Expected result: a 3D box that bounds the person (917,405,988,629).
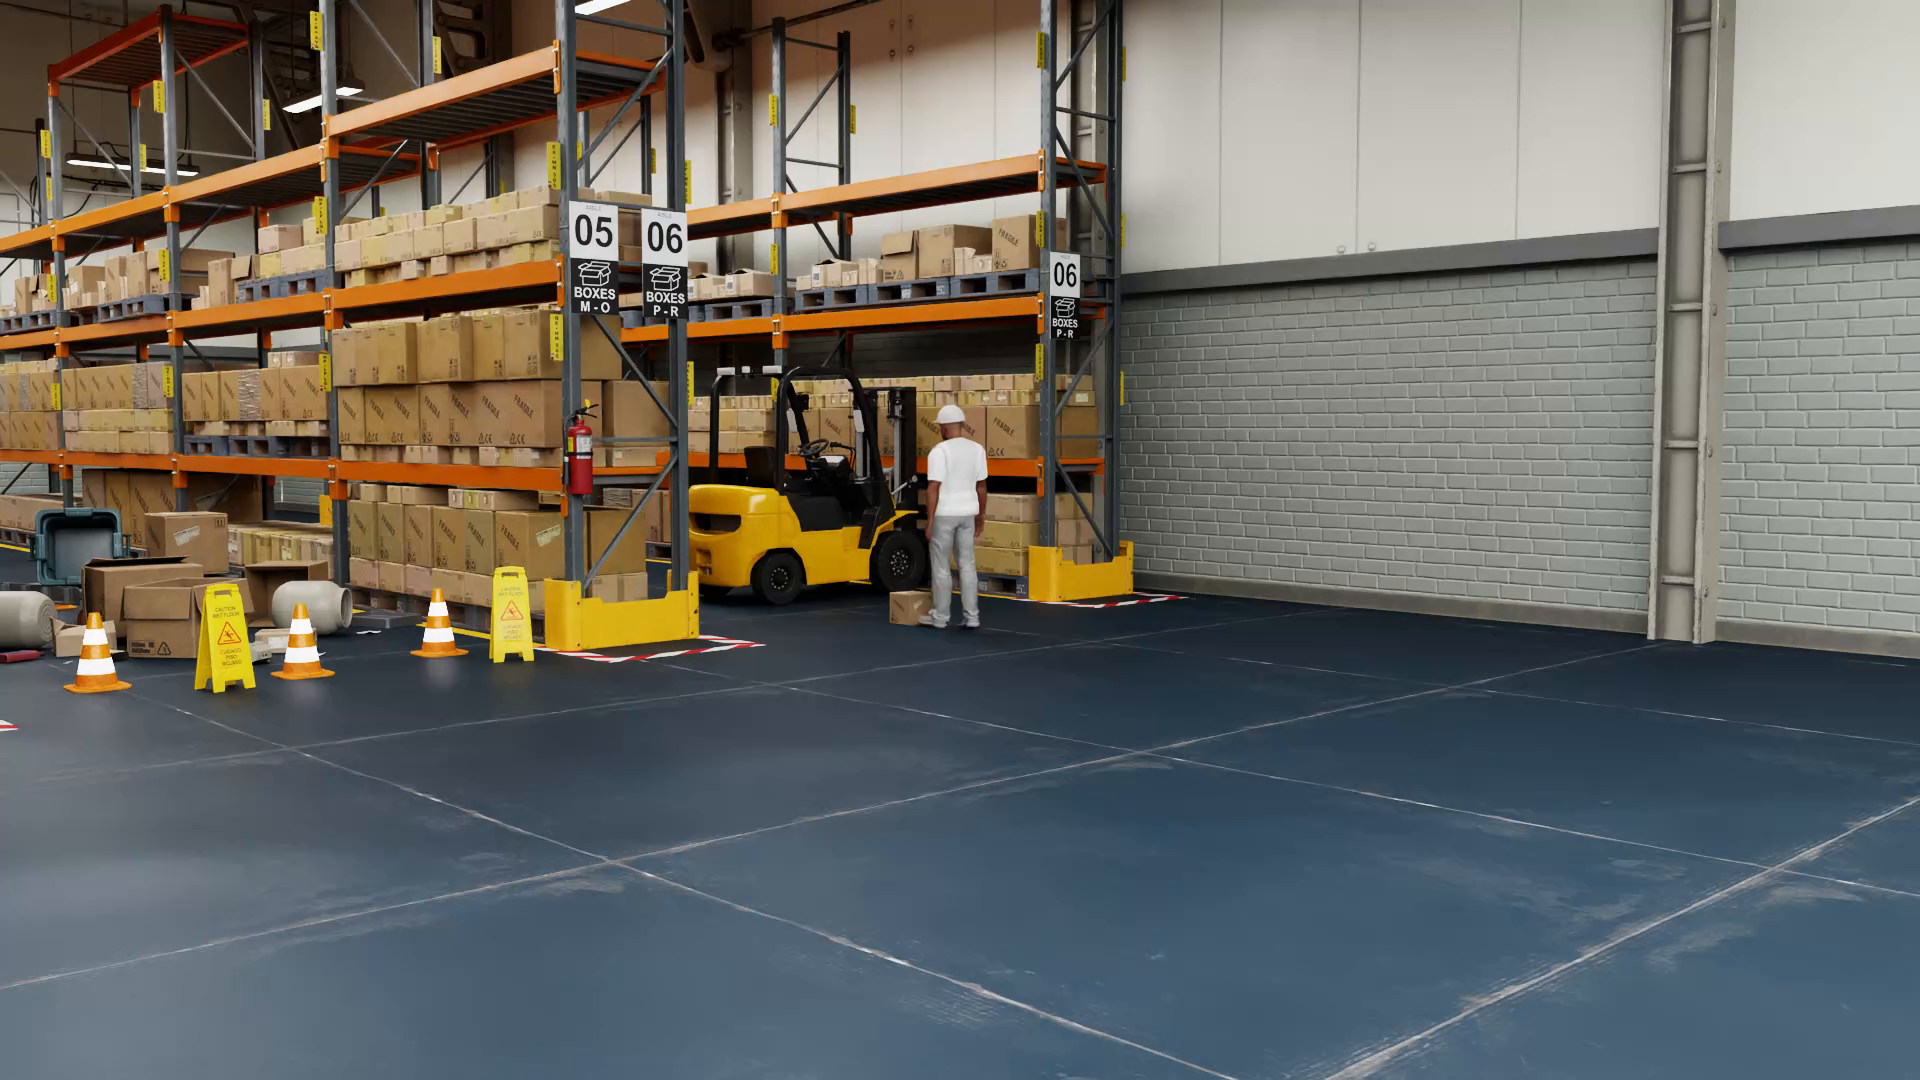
[{"bbox_3d":[-0.070,-0.184,13.218,0.600,1.775,0.548,-2,5,-32],"label":"person"}]
